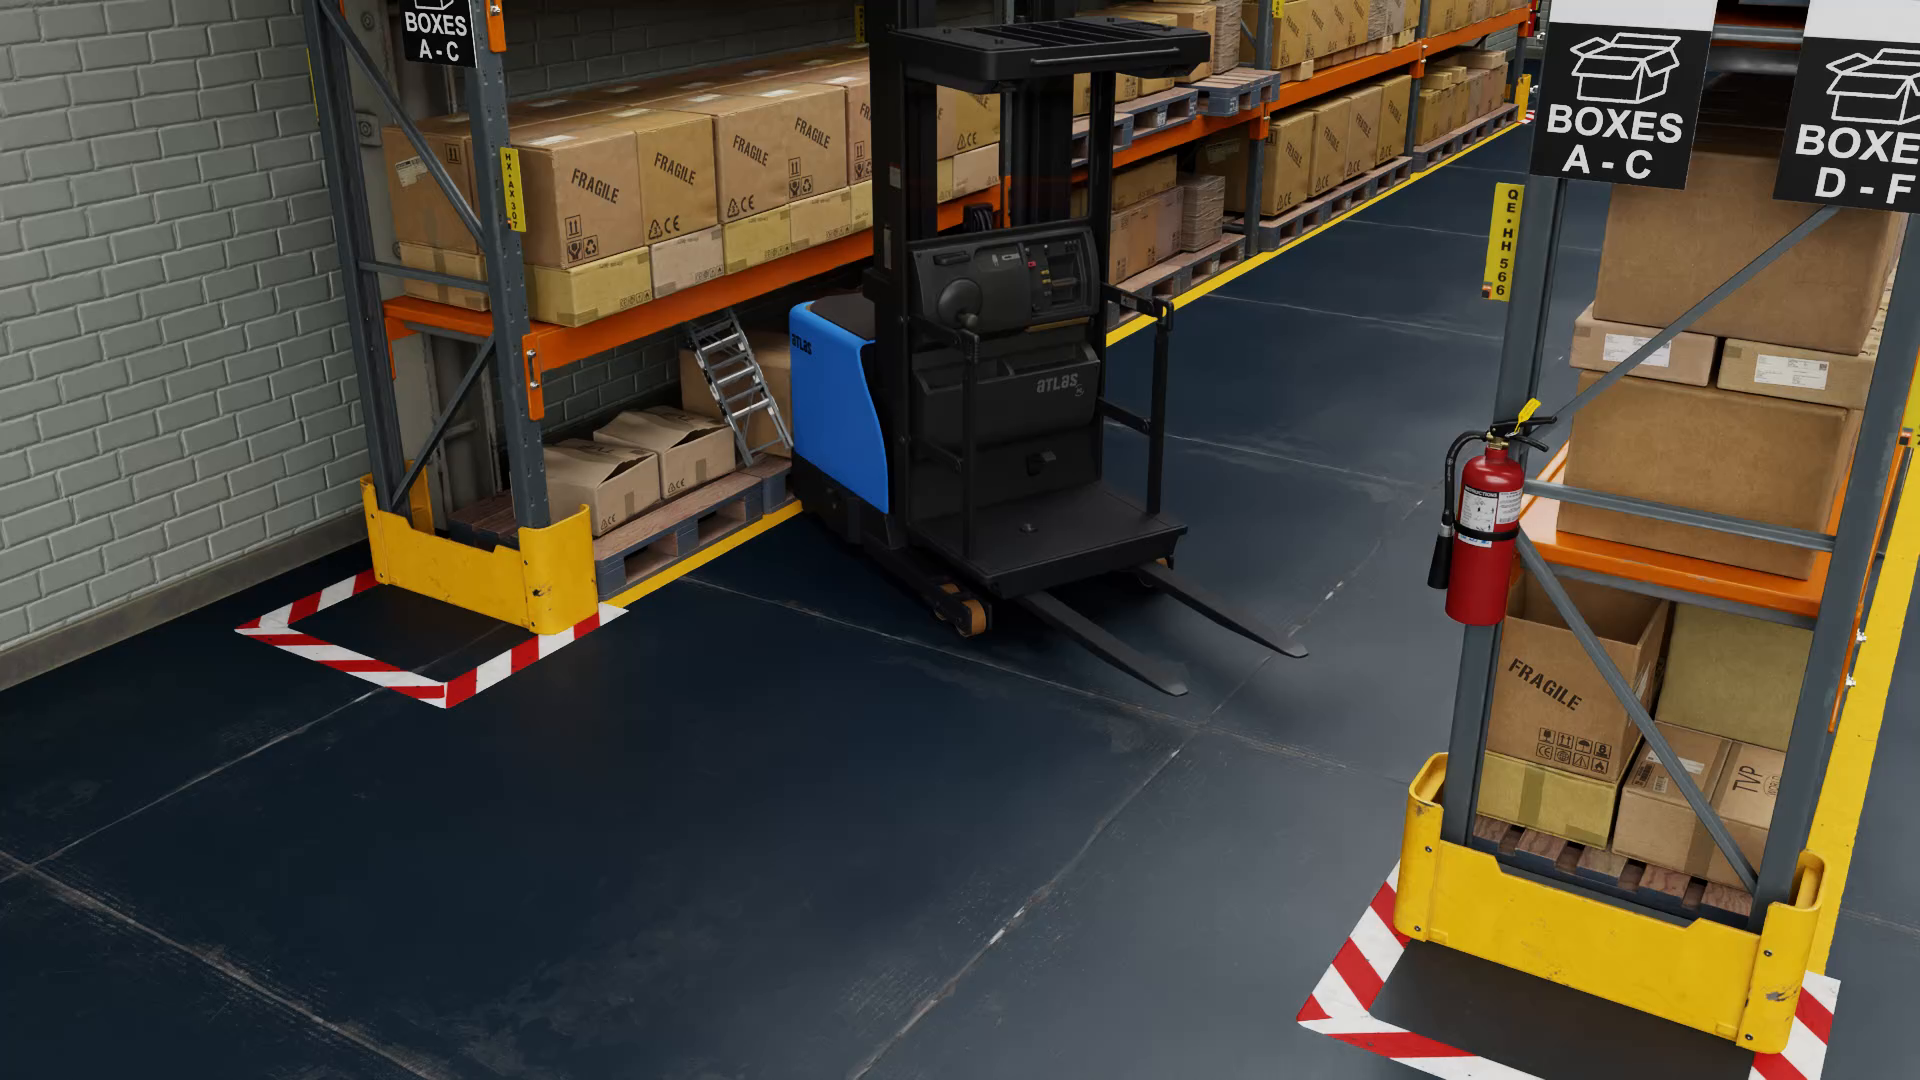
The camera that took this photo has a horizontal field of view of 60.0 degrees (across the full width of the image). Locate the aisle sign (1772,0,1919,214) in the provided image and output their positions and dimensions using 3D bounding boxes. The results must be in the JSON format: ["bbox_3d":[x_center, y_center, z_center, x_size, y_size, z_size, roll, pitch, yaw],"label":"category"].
[{"bbox_3d":[2.201,-1.174,3.913,0.394,0.787,0.004,14,27,29],"label":"aisle sign"}]

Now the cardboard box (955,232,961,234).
[{"bbox_3d":[0.249,-1.761,11.134,0.700,0.500,0.500,15,28,31],"label":"cardboard box"}]

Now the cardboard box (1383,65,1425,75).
[{"bbox_3d":[4.746,-4.988,17.798,0.380,0.149,0.250,13,27,27],"label":"cardboard box"}]

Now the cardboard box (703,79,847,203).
[{"bbox_3d":[-0.919,-2.001,8.317,0.500,0.500,0.500,15,27,31],"label":"cardboard box"}]

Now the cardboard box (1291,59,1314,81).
[{"bbox_3d":[2.708,-3.916,13.811,0.380,0.149,0.250,15,27,31],"label":"cardboard box"}]

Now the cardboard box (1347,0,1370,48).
[{"bbox_3d":[3.274,-4.625,14.633,0.500,0.500,0.500,15,27,30],"label":"cardboard box"}]

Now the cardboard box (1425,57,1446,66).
[{"bbox_3d":[5.149,-5.246,18.394,0.380,0.149,0.250,14,27,29],"label":"cardboard box"}]

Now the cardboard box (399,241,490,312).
[{"bbox_3d":[-2.153,-1.243,7.509,0.500,0.250,0.500,14,27,30],"label":"cardboard box"}]

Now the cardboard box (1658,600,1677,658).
[{"bbox_3d":[2.521,0.074,6.292,0.500,0.500,0.500,14,27,29],"label":"cardboard box"}]

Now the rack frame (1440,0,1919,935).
[{"bbox_3d":[1.976,-0.067,4.629,1.000,3.000,0.127,14,27,29],"label":"rack frame"}]

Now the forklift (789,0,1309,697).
[{"bbox_3d":[0.326,-1.131,7.173,1.130,2.935,3.031,-14,27,-28],"label":"forklift"}]

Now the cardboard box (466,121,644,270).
[{"bbox_3d":[-1.728,-1.487,7.128,0.500,0.500,0.500,14,27,29],"label":"cardboard box"}]

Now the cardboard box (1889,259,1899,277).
[{"bbox_3d":[2.909,-0.847,5.488,0.380,0.149,0.250,13,27,27],"label":"cardboard box"}]

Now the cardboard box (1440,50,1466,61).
[{"bbox_3d":[5.550,-5.503,18.988,0.380,0.149,0.250,14,27,29],"label":"cardboard box"}]

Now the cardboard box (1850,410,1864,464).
[{"bbox_3d":[2.772,-0.613,5.763,0.700,0.500,0.500,14,27,29],"label":"cardboard box"}]

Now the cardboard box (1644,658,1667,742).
[{"bbox_3d":[2.261,0.588,6.049,0.500,0.250,0.500,14,27,29],"label":"cardboard box"}]

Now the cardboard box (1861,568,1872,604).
[{"bbox_3d":[3.503,0.193,6.961,0.500,0.250,0.500,14,27,29],"label":"cardboard box"}]

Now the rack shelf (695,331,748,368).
[{"bbox_3d":[-1.209,-0.966,8.422,0.258,0.077,0.200,-25,4,-11],"label":"rack shelf"}]

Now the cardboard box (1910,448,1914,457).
[{"bbox_3d":[4.780,-0.605,8.803,0.500,0.250,0.500,15,27,30],"label":"cardboard box"}]

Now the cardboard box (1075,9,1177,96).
[{"bbox_3d":[1.107,-3.466,11.801,0.700,0.500,0.500,14,27,29],"label":"cardboard box"}]

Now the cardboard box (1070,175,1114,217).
[{"bbox_3d":[0.750,-2.431,11.738,0.500,0.250,0.500,13,27,27],"label":"cardboard box"}]

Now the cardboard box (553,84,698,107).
[{"bbox_3d":[-1.624,-1.935,8.165,0.500,0.500,0.500,13,27,28],"label":"cardboard box"}]

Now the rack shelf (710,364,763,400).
[{"bbox_3d":[-1.135,-0.802,8.435,0.258,0.077,0.200,-25,4,-11],"label":"rack shelf"}]

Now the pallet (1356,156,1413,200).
[{"bbox_3d":[3.752,-3.598,16.296,1.003,0.211,1.213,14,27,29],"label":"pallet"}]

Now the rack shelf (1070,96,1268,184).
[{"bbox_3d":[0.930,-2.799,11.845,1.077,0.370,4.000,14,27,29],"label":"rack shelf"}]

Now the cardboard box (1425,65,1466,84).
[{"bbox_3d":[5.187,-4.982,17.784,0.380,0.149,0.250,13,27,27],"label":"cardboard box"}]

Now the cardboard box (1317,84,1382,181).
[{"bbox_3d":[3.396,-3.813,15.460,0.750,0.750,0.750,15,27,31],"label":"cardboard box"}]

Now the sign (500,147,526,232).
[{"bbox_3d":[-1.774,-1.388,6.590,0.100,0.325,0.005,14,27,29],"label":"sign"}]

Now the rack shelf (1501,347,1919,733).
[{"bbox_3d":[3.031,-0.412,6.332,1.077,0.370,4.000,14,27,29],"label":"rack shelf"}]

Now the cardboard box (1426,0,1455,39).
[{"bbox_3d":[4.395,-5.471,16.736,0.980,0.700,0.700,14,27,30],"label":"cardboard box"}]

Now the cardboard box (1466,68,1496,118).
[{"bbox_3d":[5.657,-5.124,18.928,0.700,0.500,0.500,14,27,29],"label":"cardboard box"}]

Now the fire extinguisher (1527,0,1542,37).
[{"bbox_3d":[6.677,-6.252,19.482,0.296,0.674,0.183,14,27,29],"label":"fire extinguisher"}]

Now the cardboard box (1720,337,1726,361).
[{"bbox_3d":[2.152,-0.668,5.076,0.380,0.149,0.250,15,27,30],"label":"cardboard box"}]

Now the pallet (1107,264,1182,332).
[{"bbox_3d":[0.927,-1.851,12.260,1.003,0.211,1.213,14,27,29],"label":"pallet"}]

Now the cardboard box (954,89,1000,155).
[{"bbox_3d":[-0.112,-2.514,9.502,0.500,0.500,0.500,14,27,29],"label":"cardboard box"}]

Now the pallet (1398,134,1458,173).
[{"bbox_3d":[4.563,-4.115,17.489,1.003,0.211,1.213,14,27,29],"label":"pallet"}]

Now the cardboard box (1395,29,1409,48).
[{"bbox_3d":[4.044,-4.784,15.817,0.380,0.149,0.250,14,27,30],"label":"cardboard box"}]

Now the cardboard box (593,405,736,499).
[{"bbox_3d":[-1.493,-0.479,8.412,0.500,0.311,0.500,16,28,33],"label":"cardboard box"}]

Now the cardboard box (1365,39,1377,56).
[{"bbox_3d":[3.594,-4.536,15.244,0.380,0.149,0.250,14,27,29],"label":"cardboard box"}]

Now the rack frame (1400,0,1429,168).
[{"bbox_3d":[4.095,-5.154,16.380,1.000,3.000,0.127,14,27,29],"label":"rack frame"}]

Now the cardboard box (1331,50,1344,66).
[{"bbox_3d":[3.155,-4.281,14.653,0.380,0.149,0.250,14,27,29],"label":"cardboard box"}]

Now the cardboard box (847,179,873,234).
[{"bbox_3d":[-0.639,-1.832,8.869,0.500,0.250,0.500,14,27,29],"label":"cardboard box"}]

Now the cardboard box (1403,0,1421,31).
[{"bbox_3d":[4.066,-5.137,15.815,0.500,0.500,0.500,13,27,28],"label":"cardboard box"}]

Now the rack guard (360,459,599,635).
[{"bbox_3d":[-2.195,0.017,7.580,1.175,0.500,0.348,14,27,29],"label":"rack guard"}]

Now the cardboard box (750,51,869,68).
[{"bbox_3d":[-0.826,-2.450,9.353,0.500,0.500,0.500,14,27,29],"label":"cardboard box"}]

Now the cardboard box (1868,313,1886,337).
[{"bbox_3d":[2.502,-0.588,4.890,0.380,0.149,0.250,13,27,28],"label":"cardboard box"}]

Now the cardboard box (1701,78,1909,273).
[{"bbox_3d":[2.799,-1.230,5.557,0.700,0.500,0.500,14,27,29],"label":"cardboard box"}]

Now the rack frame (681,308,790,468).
[{"bbox_3d":[-1.170,-0.831,8.532,0.240,0.900,0.006,-25,4,-11],"label":"rack frame"}]

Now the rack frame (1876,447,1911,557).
[{"bbox_3d":[4.085,-1.417,7.748,1.000,3.000,0.127,14,27,29],"label":"rack frame"}]

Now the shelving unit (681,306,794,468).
[{"bbox_3d":[-1.149,-0.833,8.433,0.258,0.900,0.210,-25,4,-11],"label":"shelving unit"}]

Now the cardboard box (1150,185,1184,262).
[{"bbox_3d":[1.279,-2.455,12.739,0.700,0.500,0.500,14,27,29],"label":"cardboard box"}]

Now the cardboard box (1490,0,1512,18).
[{"bbox_3d":[5.570,-6.220,18.464,0.980,0.700,0.700,14,27,29],"label":"cardboard box"}]

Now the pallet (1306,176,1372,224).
[{"bbox_3d":[3.109,-3.185,15.341,1.003,0.211,1.213,14,27,29],"label":"pallet"}]

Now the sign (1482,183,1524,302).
[{"bbox_3d":[1.522,-0.826,4.626,0.100,0.325,0.005,14,27,29],"label":"sign"}]

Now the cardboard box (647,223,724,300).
[{"bbox_3d":[-1.446,-1.321,7.689,0.500,0.250,0.500,13,27,27],"label":"cardboard box"}]

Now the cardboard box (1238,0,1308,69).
[{"bbox_3d":[2.459,-4.106,13.433,0.500,0.500,0.500,15,27,30],"label":"cardboard box"}]

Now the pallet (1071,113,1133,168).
[{"bbox_3d":[0.402,-2.593,10.707,1.003,0.211,1.213,14,27,29],"label":"pallet"}]

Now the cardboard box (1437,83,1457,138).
[{"bbox_3d":[4.844,-4.599,17.717,0.700,0.500,0.500,14,27,28],"label":"cardboard box"}]
